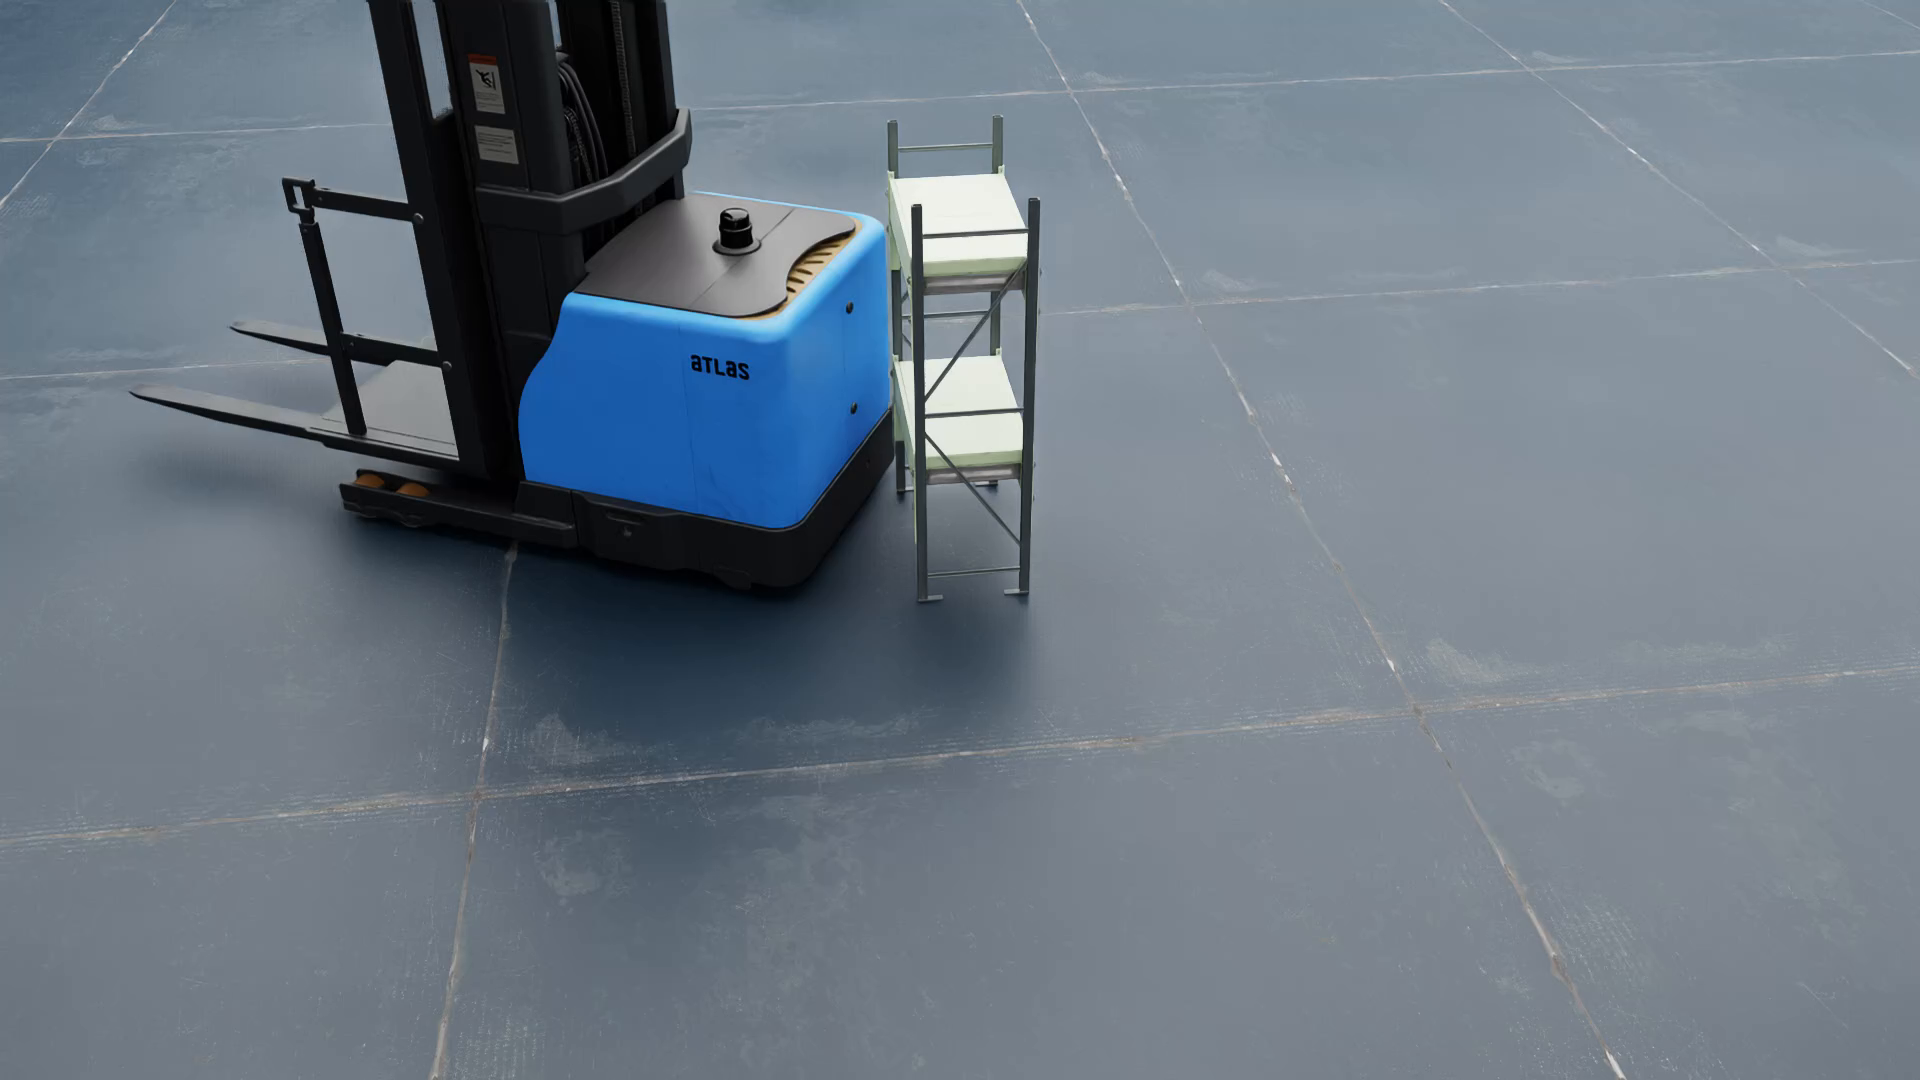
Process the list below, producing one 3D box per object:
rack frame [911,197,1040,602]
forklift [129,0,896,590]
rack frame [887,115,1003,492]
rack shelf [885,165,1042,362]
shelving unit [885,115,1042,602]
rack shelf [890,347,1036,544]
[{"bbox_3d":[0.048,-0.419,5.533,0.400,1.500,0.023,-4,35,-6],"label":"rack frame"},{"bbox_3d":[-1.830,-1.527,5.888,3.031,2.935,1.130,11,36,16],"label":"forklift"},{"bbox_3d":[-0.050,-0.828,6.133,0.400,1.500,0.023,-4,35,-6],"label":"rack frame"},{"bbox_3d":[-0.001,-0.946,5.613,0.431,0.370,0.720,-4,35,-6],"label":"rack shelf"},{"bbox_3d":[-0.001,-0.623,5.833,0.431,1.500,0.755,-4,35,-6],"label":"shelving unit"},{"bbox_3d":[-0.001,-0.354,6.017,0.431,0.370,0.720,-4,35,-6],"label":"rack shelf"}]
